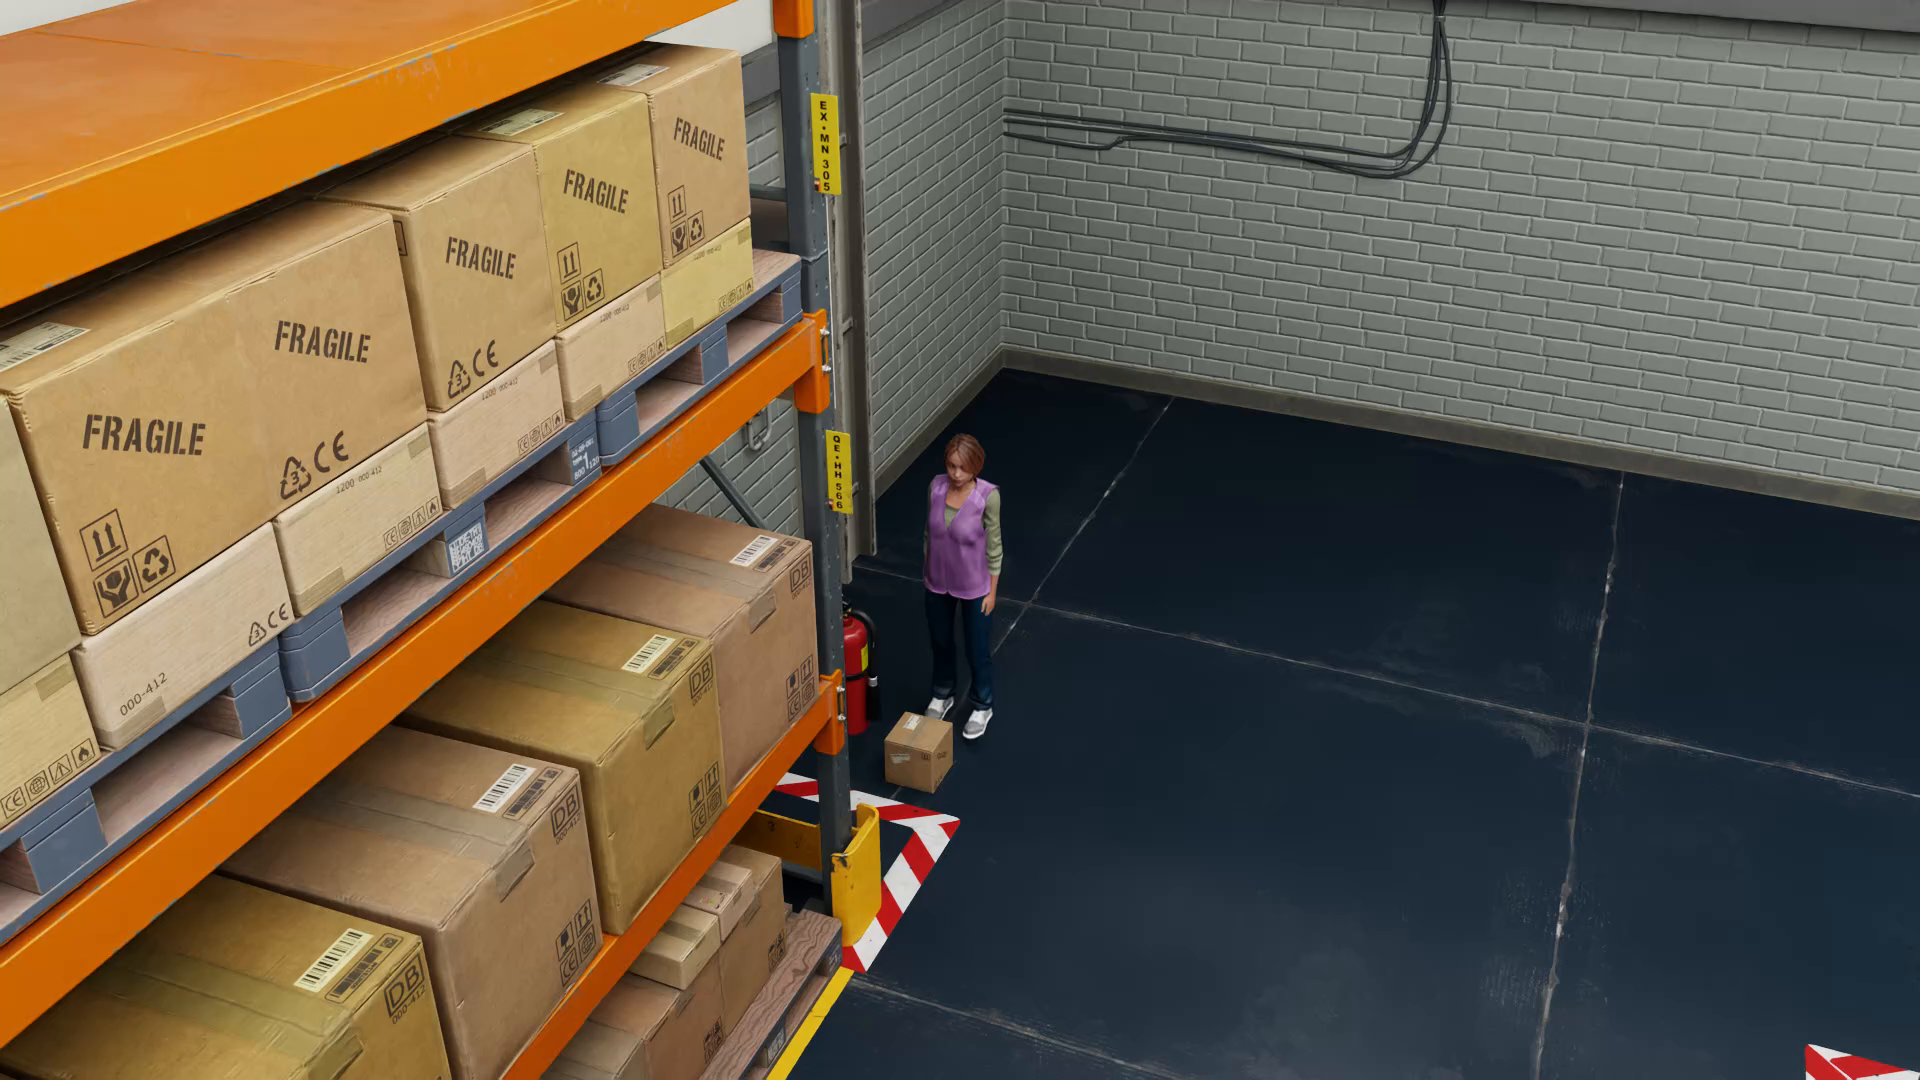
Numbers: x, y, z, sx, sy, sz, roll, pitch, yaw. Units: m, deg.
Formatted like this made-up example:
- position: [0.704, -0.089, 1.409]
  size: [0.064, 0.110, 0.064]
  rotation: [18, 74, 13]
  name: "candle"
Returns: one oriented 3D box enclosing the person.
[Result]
- position: [0.011, 0.221, 8.014]
  size: [0.406, 1.599, 0.312]
  rotation: [12, 32, 20]
  name: "person"
